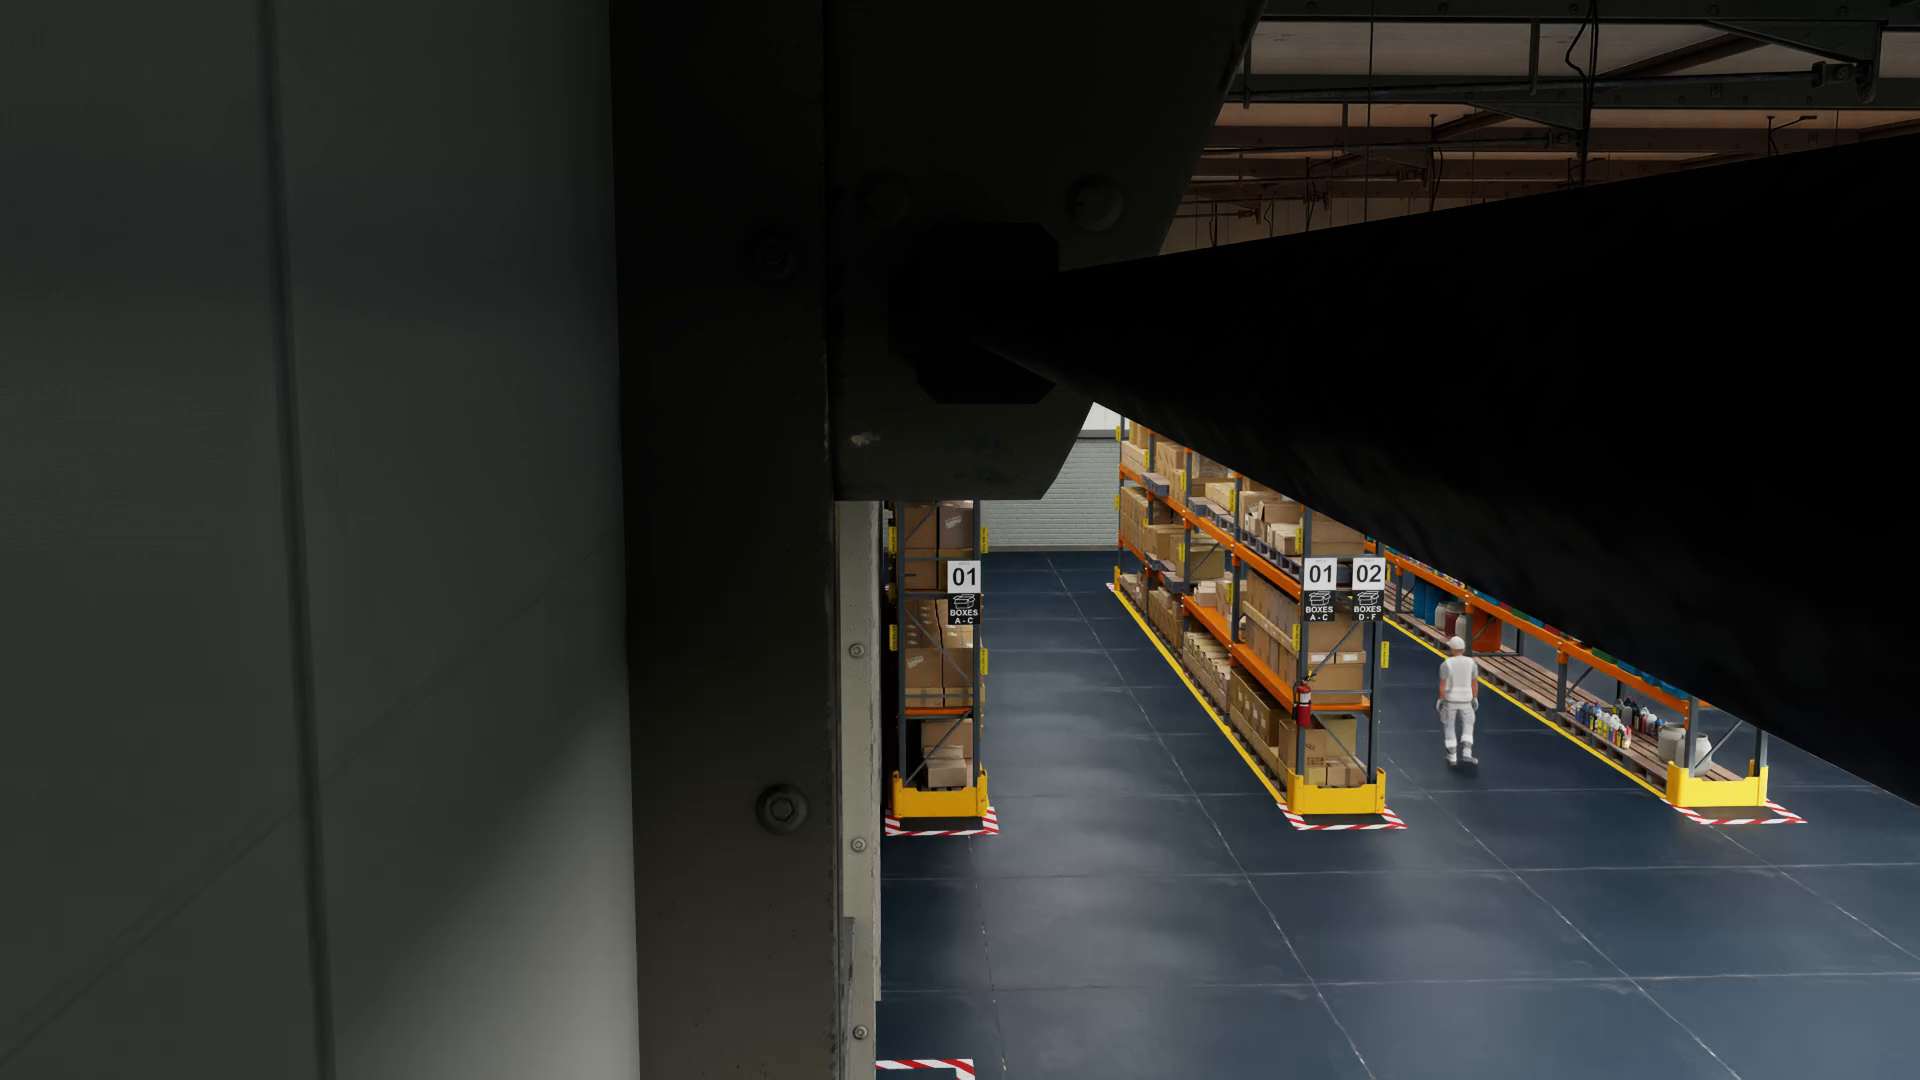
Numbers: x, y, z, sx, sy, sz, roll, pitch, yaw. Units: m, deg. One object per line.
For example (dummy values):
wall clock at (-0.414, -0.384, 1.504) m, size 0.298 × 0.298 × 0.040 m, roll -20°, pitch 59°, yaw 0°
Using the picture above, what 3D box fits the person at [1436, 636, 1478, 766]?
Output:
person at (6.784, 2.204, 22.663) m, size 0.574 × 1.788 × 0.551 m, roll 0°, pitch 8°, yaw 0°
